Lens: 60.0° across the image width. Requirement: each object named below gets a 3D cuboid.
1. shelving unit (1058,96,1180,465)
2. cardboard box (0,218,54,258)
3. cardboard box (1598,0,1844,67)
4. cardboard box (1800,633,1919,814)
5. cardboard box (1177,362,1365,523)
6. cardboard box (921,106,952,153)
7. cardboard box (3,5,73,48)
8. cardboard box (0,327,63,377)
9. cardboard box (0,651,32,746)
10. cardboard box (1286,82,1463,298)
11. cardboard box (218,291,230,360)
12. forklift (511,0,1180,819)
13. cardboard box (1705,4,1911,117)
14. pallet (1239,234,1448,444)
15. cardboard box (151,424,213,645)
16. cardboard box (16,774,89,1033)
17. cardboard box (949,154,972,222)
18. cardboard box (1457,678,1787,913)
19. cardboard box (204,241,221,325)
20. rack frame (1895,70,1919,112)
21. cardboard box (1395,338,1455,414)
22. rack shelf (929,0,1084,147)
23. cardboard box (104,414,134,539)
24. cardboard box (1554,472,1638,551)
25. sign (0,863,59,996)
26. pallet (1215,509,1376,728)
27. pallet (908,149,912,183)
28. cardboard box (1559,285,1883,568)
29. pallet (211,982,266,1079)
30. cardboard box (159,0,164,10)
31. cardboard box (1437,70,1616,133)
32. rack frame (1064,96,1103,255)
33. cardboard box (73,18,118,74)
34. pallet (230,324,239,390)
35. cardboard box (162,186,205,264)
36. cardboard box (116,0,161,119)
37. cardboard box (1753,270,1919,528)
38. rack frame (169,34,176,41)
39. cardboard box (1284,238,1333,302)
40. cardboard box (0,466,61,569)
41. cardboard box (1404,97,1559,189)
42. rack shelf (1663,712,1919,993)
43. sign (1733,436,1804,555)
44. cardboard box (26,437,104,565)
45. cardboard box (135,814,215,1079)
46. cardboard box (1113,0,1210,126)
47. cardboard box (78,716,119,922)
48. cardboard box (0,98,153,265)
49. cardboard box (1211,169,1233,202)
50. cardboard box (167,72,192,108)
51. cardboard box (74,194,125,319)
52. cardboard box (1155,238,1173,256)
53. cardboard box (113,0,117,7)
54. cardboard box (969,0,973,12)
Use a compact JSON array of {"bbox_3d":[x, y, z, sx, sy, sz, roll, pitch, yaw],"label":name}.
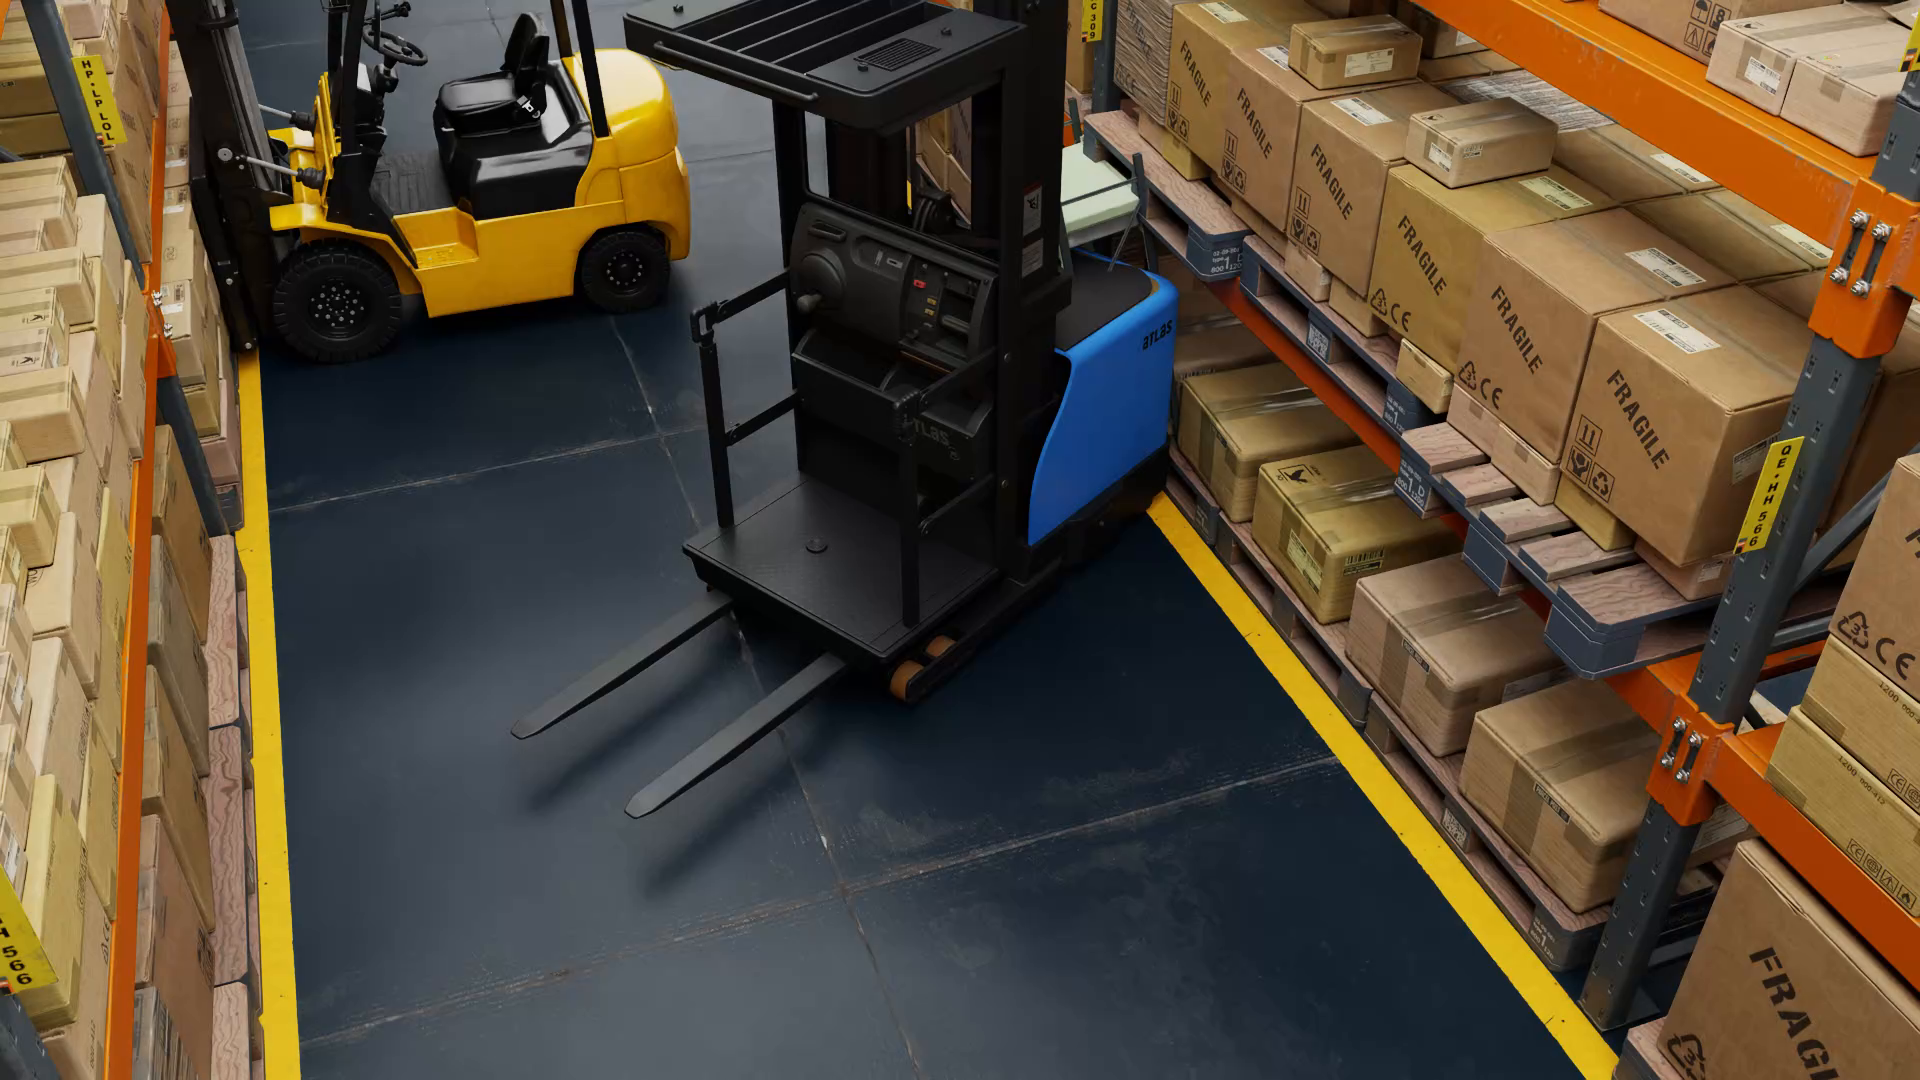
[{"bbox_3d":[0.577,-1.085,7.369,0.431,1.500,0.755,-20,36,-8],"label":"shelving unit"},{"bbox_3d":[-3.117,-0.882,5.305,0.380,0.149,0.250,-12,39,-16],"label":"cardboard box"},{"bbox_3d":[2.135,-1.567,4.260,0.700,0.500,0.500,-12,39,-16],"label":"cardboard box"},{"bbox_3d":[2.394,0.407,3.926,0.500,0.250,0.500,-13,39,-16],"label":"cardboard box"},{"bbox_3d":[1.509,-0.468,7.213,0.950,0.372,0.625,-10,38,-13],"label":"cardboard box"},{"bbox_3d":[0.074,-2.573,9.486,0.500,0.500,0.500,-12,39,-15],"label":"cardboard box"},{"bbox_3d":[-3.686,-1.951,6.478,0.380,0.149,0.250,-13,39,-17],"label":"cardboard box"},{"bbox_3d":[-2.791,-0.457,4.741,0.380,0.149,0.250,-12,39,-16],"label":"cardboard box"},{"bbox_3d":[-2.246,0.408,3.592,0.380,0.149,0.250,-11,38,-15],"label":"cardboard box"},{"bbox_3d":[1.484,-1.200,5.671,0.500,0.500,0.500,-14,39,-18],"label":"cardboard box"},{"bbox_3d":[-3.820,-1.003,8.024,0.500,0.250,0.500,-12,39,-15],"label":"cardboard box"},{"bbox_3d":[-0.397,-0.880,5.983,1.130,2.935,3.031,26,44,30],"label":"forklift"},{"bbox_3d":[2.053,-1.162,4.015,0.380,0.149,0.250,-12,39,-16],"label":"cardboard box"},{"bbox_3d":[1.732,-0.824,6.010,1.003,0.211,1.213,-12,39,-16],"label":"pallet"},{"bbox_3d":[-3.394,0.052,6.312,0.875,0.625,0.625,-11,38,-14],"label":"cardboard box"},{"bbox_3d":[-2.107,0.793,3.414,0.500,0.250,0.500,-12,39,-16],"label":"cardboard box"},{"bbox_3d":[0.256,-1.985,9.329,0.500,0.250,0.500,-12,39,-15],"label":"cardboard box"},{"bbox_3d":[2.267,0.770,5.570,0.950,0.372,0.625,-15,40,-19],"label":"cardboard box"},{"bbox_3d":[-3.798,-1.198,7.868,0.500,0.250,0.500,-13,39,-16],"label":"cardboard box"},{"bbox_3d":[2.452,-2.187,2.674,1.000,3.000,0.127,-12,39,-16],"label":"rack frame"},{"bbox_3d":[1.642,-0.561,5.361,0.380,0.149,0.250,-12,39,-15],"label":"cardboard box"},{"bbox_3d":[0.387,-2.893,9.196,1.077,0.370,4.000,-12,39,-16],"label":"rack shelf"},{"bbox_3d":[-2.845,-0.161,5.095,0.500,0.250,0.500,-12,39,-16],"label":"cardboard box"},{"bbox_3d":[1.958,-0.131,4.791,0.380,0.149,0.250,-12,39,-15],"label":"cardboard box"},{"bbox_3d":[-1.701,0.690,2.944,0.100,0.325,0.005,-12,39,-16],"label":"sign"},{"bbox_3d":[1.768,0.193,6.818,1.003,0.211,1.213,-12,39,-16],"label":"pallet"},{"bbox_3d":[-0.029,-2.687,10.642,1.003,0.211,1.213,-12,39,-16],"label":"pallet"},{"bbox_3d":[2.034,-0.317,4.498,0.500,0.500,0.500,-14,39,-17],"label":"cardboard box"},{"bbox_3d":[-2.454,1.880,4.579,1.003,0.211,1.213,-12,39,-16],"label":"pallet"},{"bbox_3d":[-4.545,-3.097,8.785,0.500,0.500,0.500,-13,39,-17],"label":"cardboard box"},{"bbox_3d":[1.974,-1.295,5.797,0.500,0.500,0.500,-14,39,-18],"label":"cardboard box"},{"bbox_3d":[0.467,-1.274,7.662,0.400,1.500,0.023,-20,36,-8],"label":"rack frame"},{"bbox_3d":[-3.668,-1.996,6.785,0.380,0.149,0.250,-12,39,-15],"label":"cardboard box"},{"bbox_3d":[-4.242,-1.055,8.475,1.003,0.211,1.213,-12,39,-16],"label":"pallet"},{"bbox_3d":[-3.804,-1.398,7.717,0.500,0.250,0.500,-11,38,-14],"label":"cardboard box"},{"bbox_3d":[-4.015,-2.231,7.635,0.500,0.500,0.500,-12,39,-16],"label":"cardboard box"},{"bbox_3d":[2.514,-0.420,4.635,0.500,0.500,0.500,-14,39,-17],"label":"cardboard box"},{"bbox_3d":[-4.961,-3.280,9.112,1.000,3.000,0.127,-12,39,-16],"label":"rack frame"},{"bbox_3d":[1.391,-0.998,5.942,0.380,0.149,0.250,-11,38,-14],"label":"cardboard box"},{"bbox_3d":[-2.495,-0.028,4.172,0.380,0.149,0.250,-12,39,-15],"label":"cardboard box"},{"bbox_3d":[1.624,-1.242,5.188,0.380,0.149,0.250,-14,39,-18],"label":"cardboard box"},{"bbox_3d":[3.140,1.626,3.196,1.077,0.370,4.000,-12,39,-16],"label":"rack shelf"},{"bbox_3d":[1.945,-0.104,3.999,0.100,0.325,0.005,-12,39,-16],"label":"sign"},{"bbox_3d":[-2.665,-0.068,4.556,0.500,0.250,0.500,-12,39,-15],"label":"cardboard box"},{"bbox_3d":[-2.642,1.297,4.660,0.875,0.625,0.625,-11,38,-14],"label":"cardboard box"},{"bbox_3d":[0.967,-2.053,6.803,0.500,0.500,0.500,-12,38,-15],"label":"cardboard box"},{"bbox_3d":[-2.299,0.712,3.936,0.500,0.250,0.500,-13,39,-17],"label":"cardboard box"},{"bbox_3d":[-3.492,-1.365,6.487,0.500,0.500,0.500,-13,39,-17],"label":"cardboard box"},{"bbox_3d":[1.216,-1.453,6.546,0.380,0.149,0.250,-10,38,-13],"label":"cardboard box"},{"bbox_3d":[-4.328,-2.266,8.871,0.500,0.250,0.500,-12,39,-15],"label":"cardboard box"},{"bbox_3d":[-3.175,-0.936,5.709,0.500,0.250,0.500,-13,39,-17],"label":"cardboard box"},{"bbox_3d":[1.126,-1.809,8.471,0.500,0.500,0.500,-11,38,-14],"label":"cardboard box"},{"bbox_3d":[-3.960,-2.432,7.363,0.380,0.149,0.250,-13,39,-17],"label":"cardboard box"},{"bbox_3d":[0.266,-2.793,8.673,0.380,0.149,0.250,-13,39,-17],"label":"cardboard box"}]
